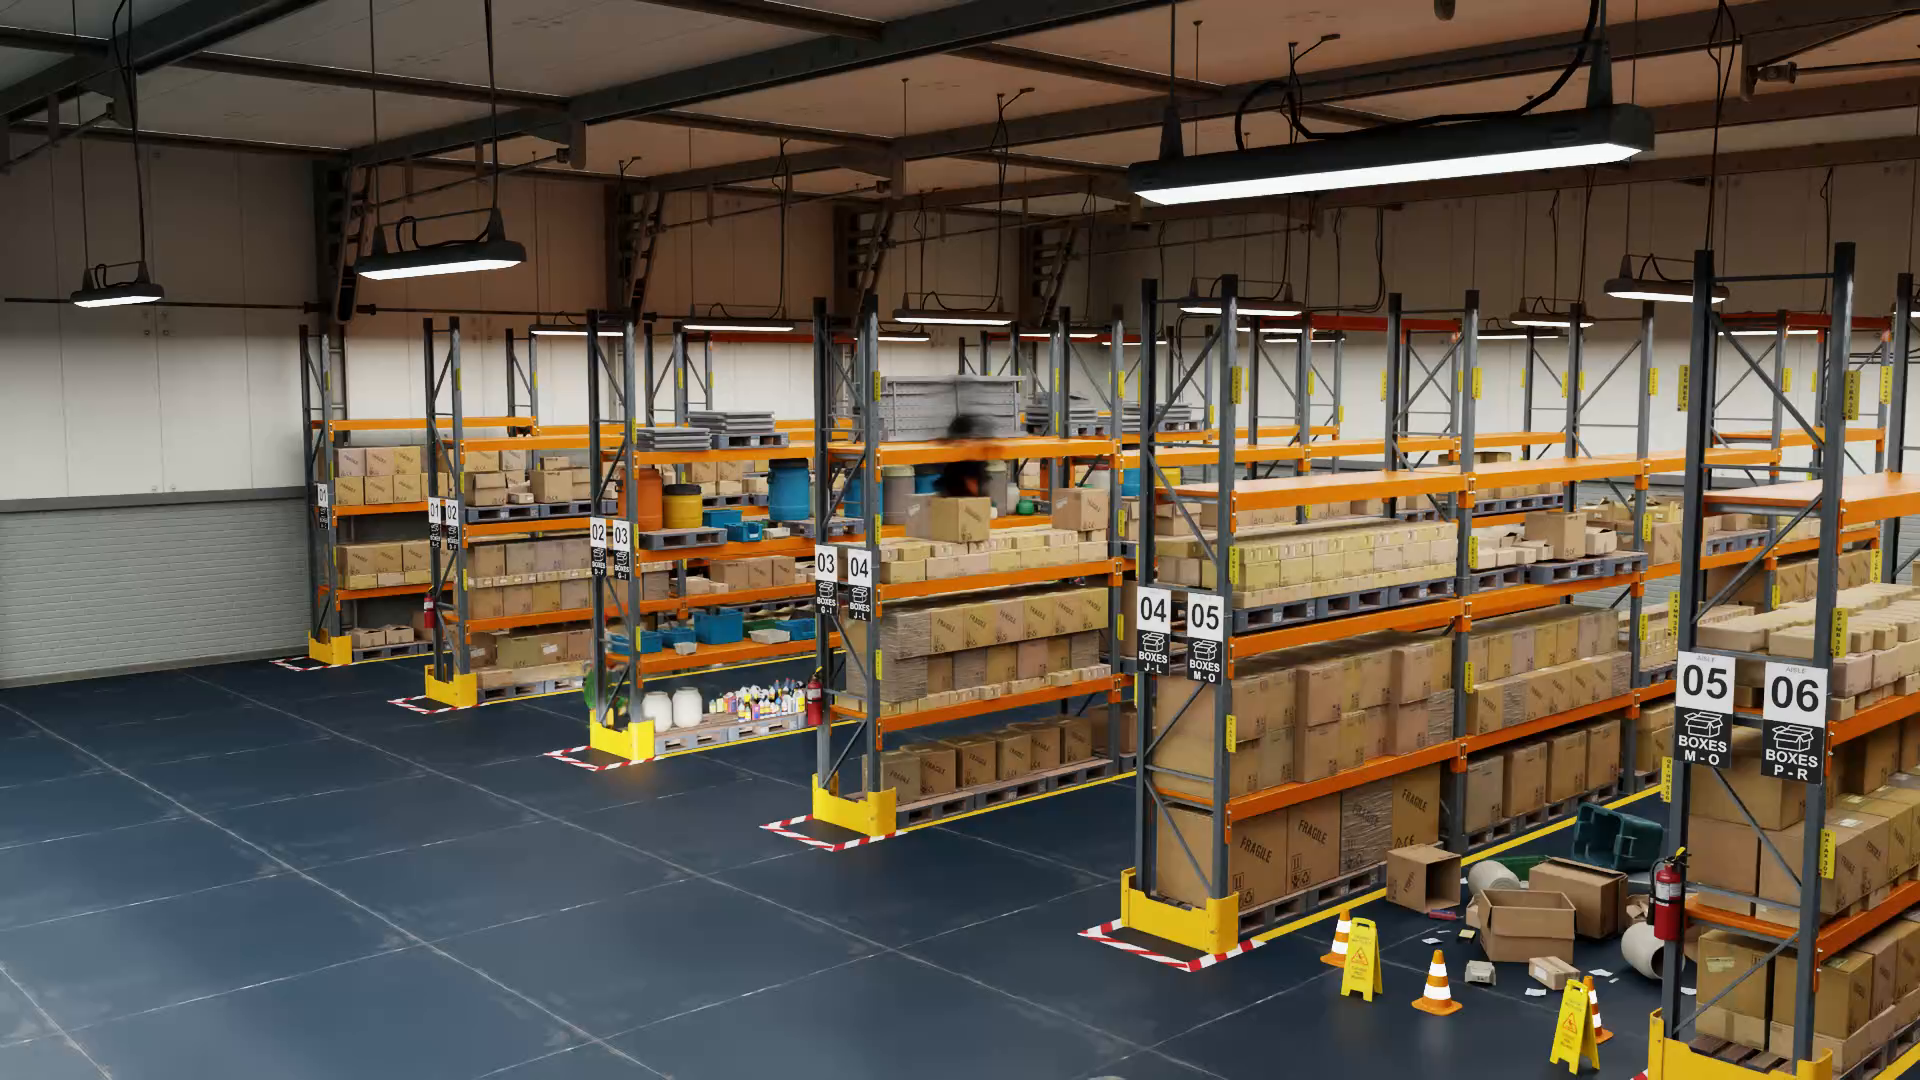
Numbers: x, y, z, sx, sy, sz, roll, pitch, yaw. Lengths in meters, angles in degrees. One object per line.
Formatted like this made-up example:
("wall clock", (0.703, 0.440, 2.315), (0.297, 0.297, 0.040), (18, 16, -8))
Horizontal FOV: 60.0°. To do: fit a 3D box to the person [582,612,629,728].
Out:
("person", (-5.123, 1.875, 24.059), (0.642, 1.724, 0.696), (-5, 8, -40))
